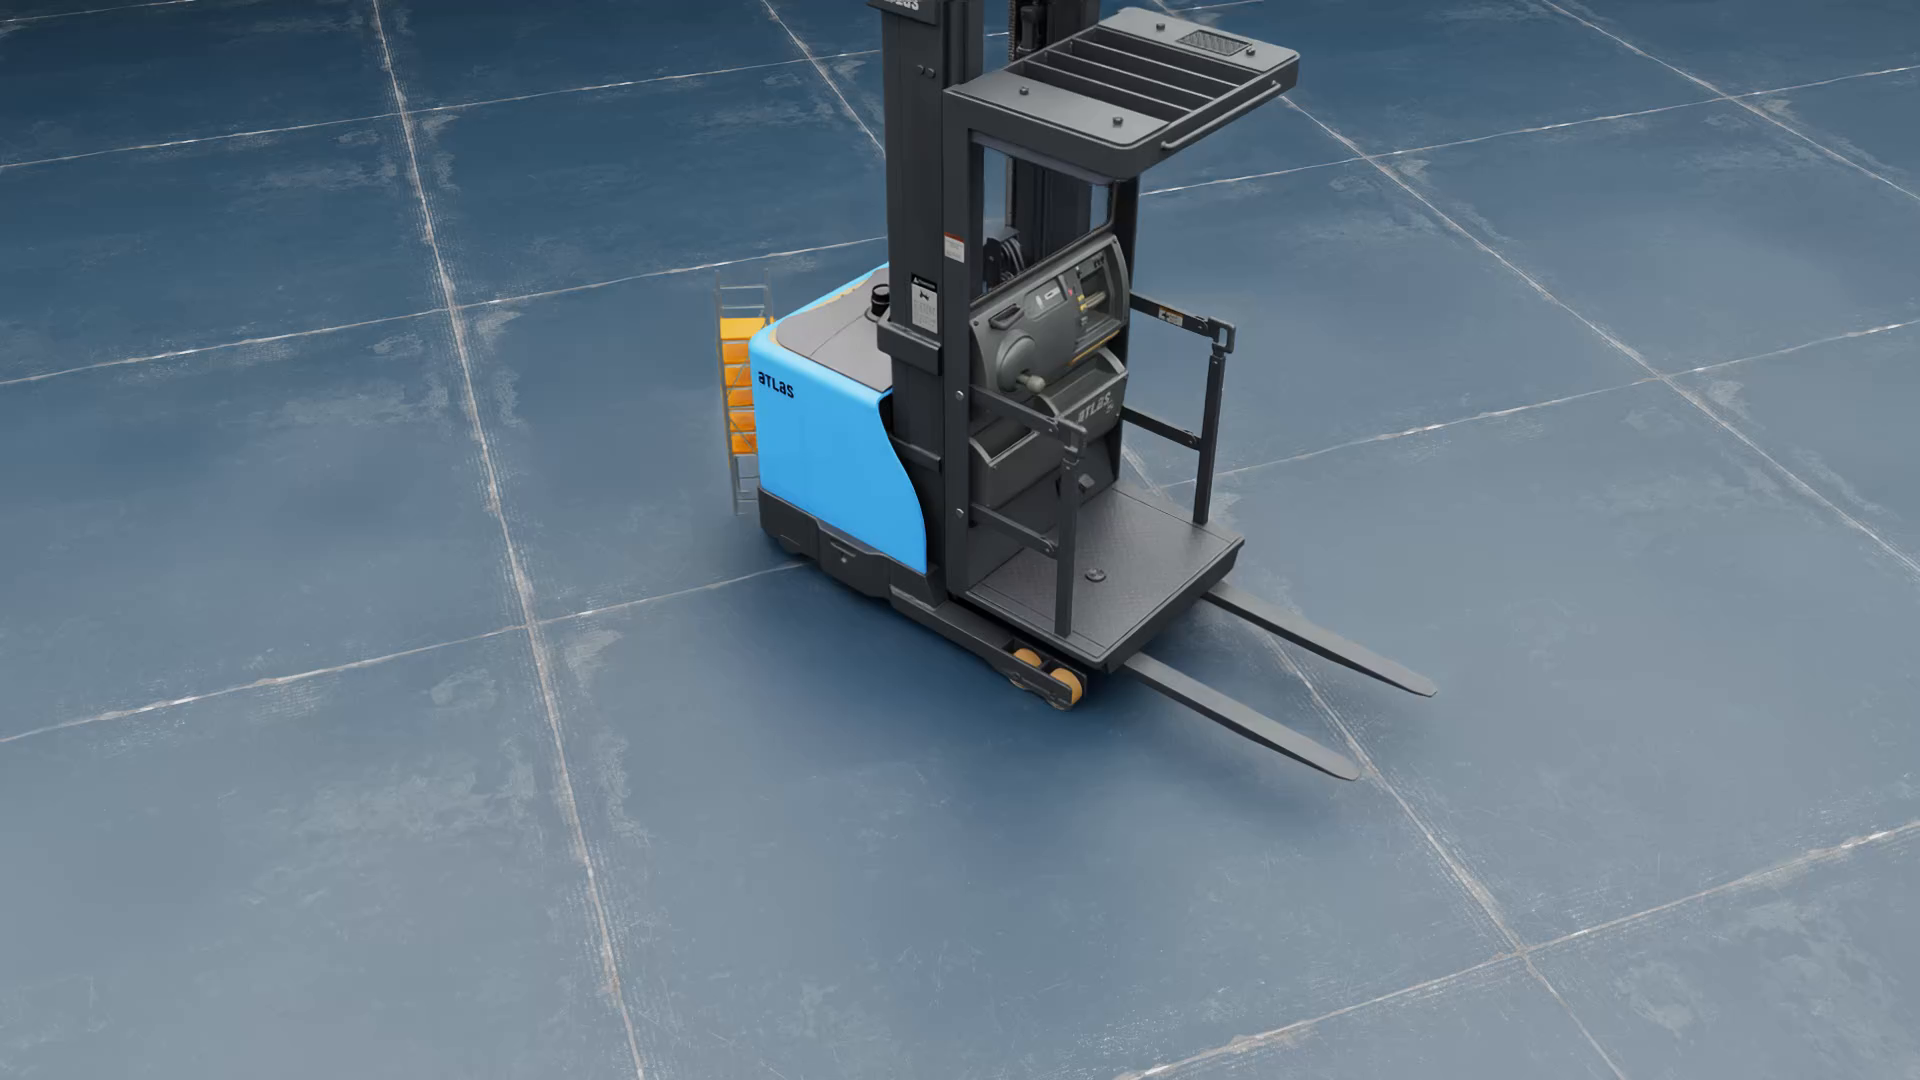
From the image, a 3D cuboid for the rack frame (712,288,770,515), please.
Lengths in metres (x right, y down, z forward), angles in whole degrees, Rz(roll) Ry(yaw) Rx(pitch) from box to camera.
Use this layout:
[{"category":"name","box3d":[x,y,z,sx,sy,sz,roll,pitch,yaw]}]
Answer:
[{"category":"rack frame","box3d":[-0.953,-0.604,7.555,0.240,1.200,0.006,-2,37,-3]}]

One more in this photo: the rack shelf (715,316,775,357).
[{"category":"rack shelf","box3d":[-0.958,-0.911,7.438,0.258,0.103,0.180,-2,37,-3]}]

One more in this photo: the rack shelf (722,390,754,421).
[{"category":"rack shelf","box3d":[-0.958,-0.624,7.655,0.258,0.103,0.180,-2,37,-3]}]

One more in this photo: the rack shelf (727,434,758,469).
[{"category":"rack shelf","box3d":[-0.958,-0.432,7.799,0.258,0.103,0.180,-2,37,-3]}]

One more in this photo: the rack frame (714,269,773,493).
[{"category":"rack frame","box3d":[-0.964,-0.714,7.701,0.240,1.200,0.006,-2,37,-3]}]

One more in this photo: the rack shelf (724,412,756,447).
[{"category":"rack shelf","box3d":[-0.958,-0.528,7.727,0.258,0.103,0.180,-2,37,-3]}]

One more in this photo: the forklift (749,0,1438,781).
[{"category":"forklift","box3d":[0.526,-0.837,6.424,3.031,2.935,1.130,27,45,31]}]

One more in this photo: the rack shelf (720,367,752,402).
[{"category":"rack shelf","box3d":[-0.958,-0.720,7.583,0.258,0.103,0.180,-2,37,-3]}]

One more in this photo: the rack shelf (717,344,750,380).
[{"category":"rack shelf","box3d":[-0.958,-0.816,7.510,0.258,0.103,0.180,-2,37,-3]}]

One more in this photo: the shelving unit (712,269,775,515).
[{"category":"shelving unit","box3d":[-0.958,-0.659,7.628,0.258,1.200,0.189,-2,37,-3]}]
